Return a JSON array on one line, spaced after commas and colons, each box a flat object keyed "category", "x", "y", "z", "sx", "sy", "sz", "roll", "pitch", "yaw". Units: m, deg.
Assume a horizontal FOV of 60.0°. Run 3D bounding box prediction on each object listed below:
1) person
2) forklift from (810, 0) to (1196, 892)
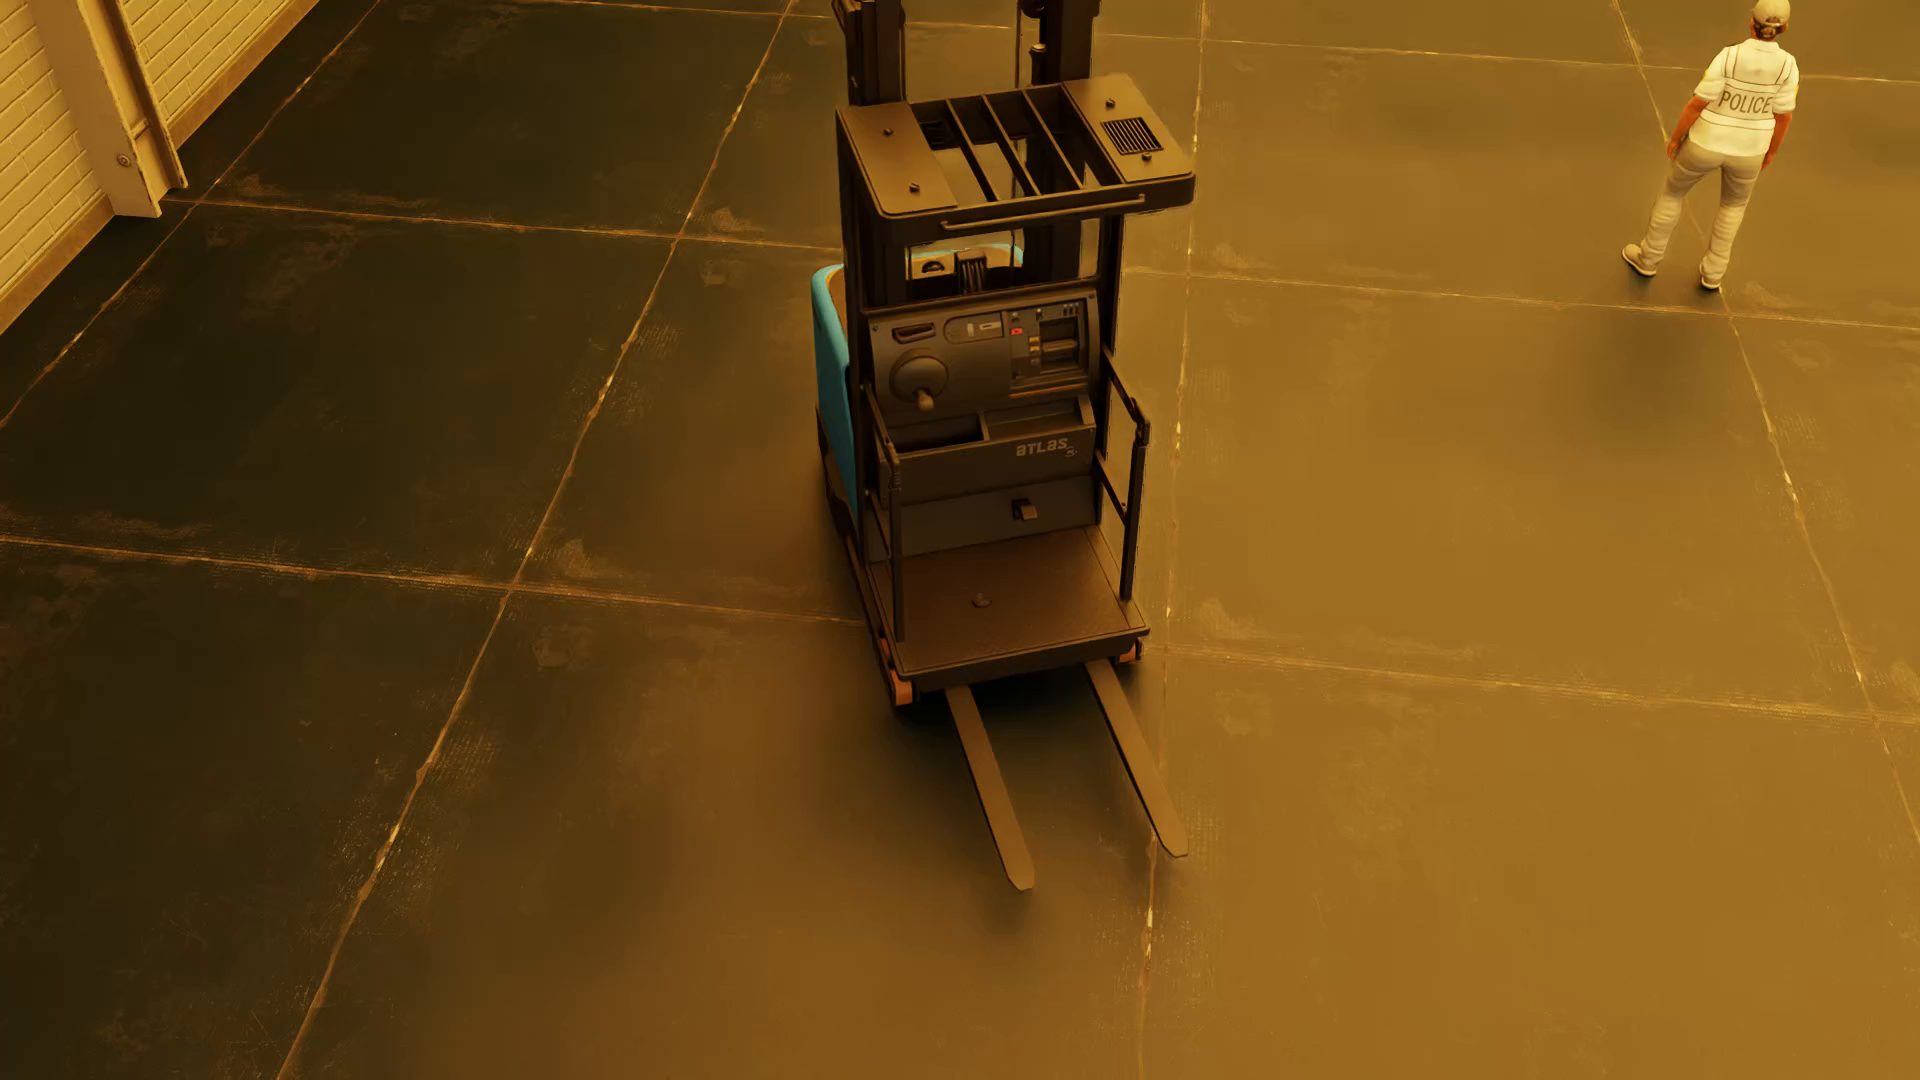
[{"category": "person", "x": 4.121, "y": -2.147, "z": 9.010, "sx": 0.593, "sy": 1.655, "sz": 0.411, "roll": 10, "pitch": 43, "yaw": 10}, {"category": "forklift", "x": 0.159, "y": -0.664, "z": 6.448, "sx": 1.130, "sy": 2.935, "sz": 3.031, "roll": -10, "pitch": 44, "yaw": -11}]
